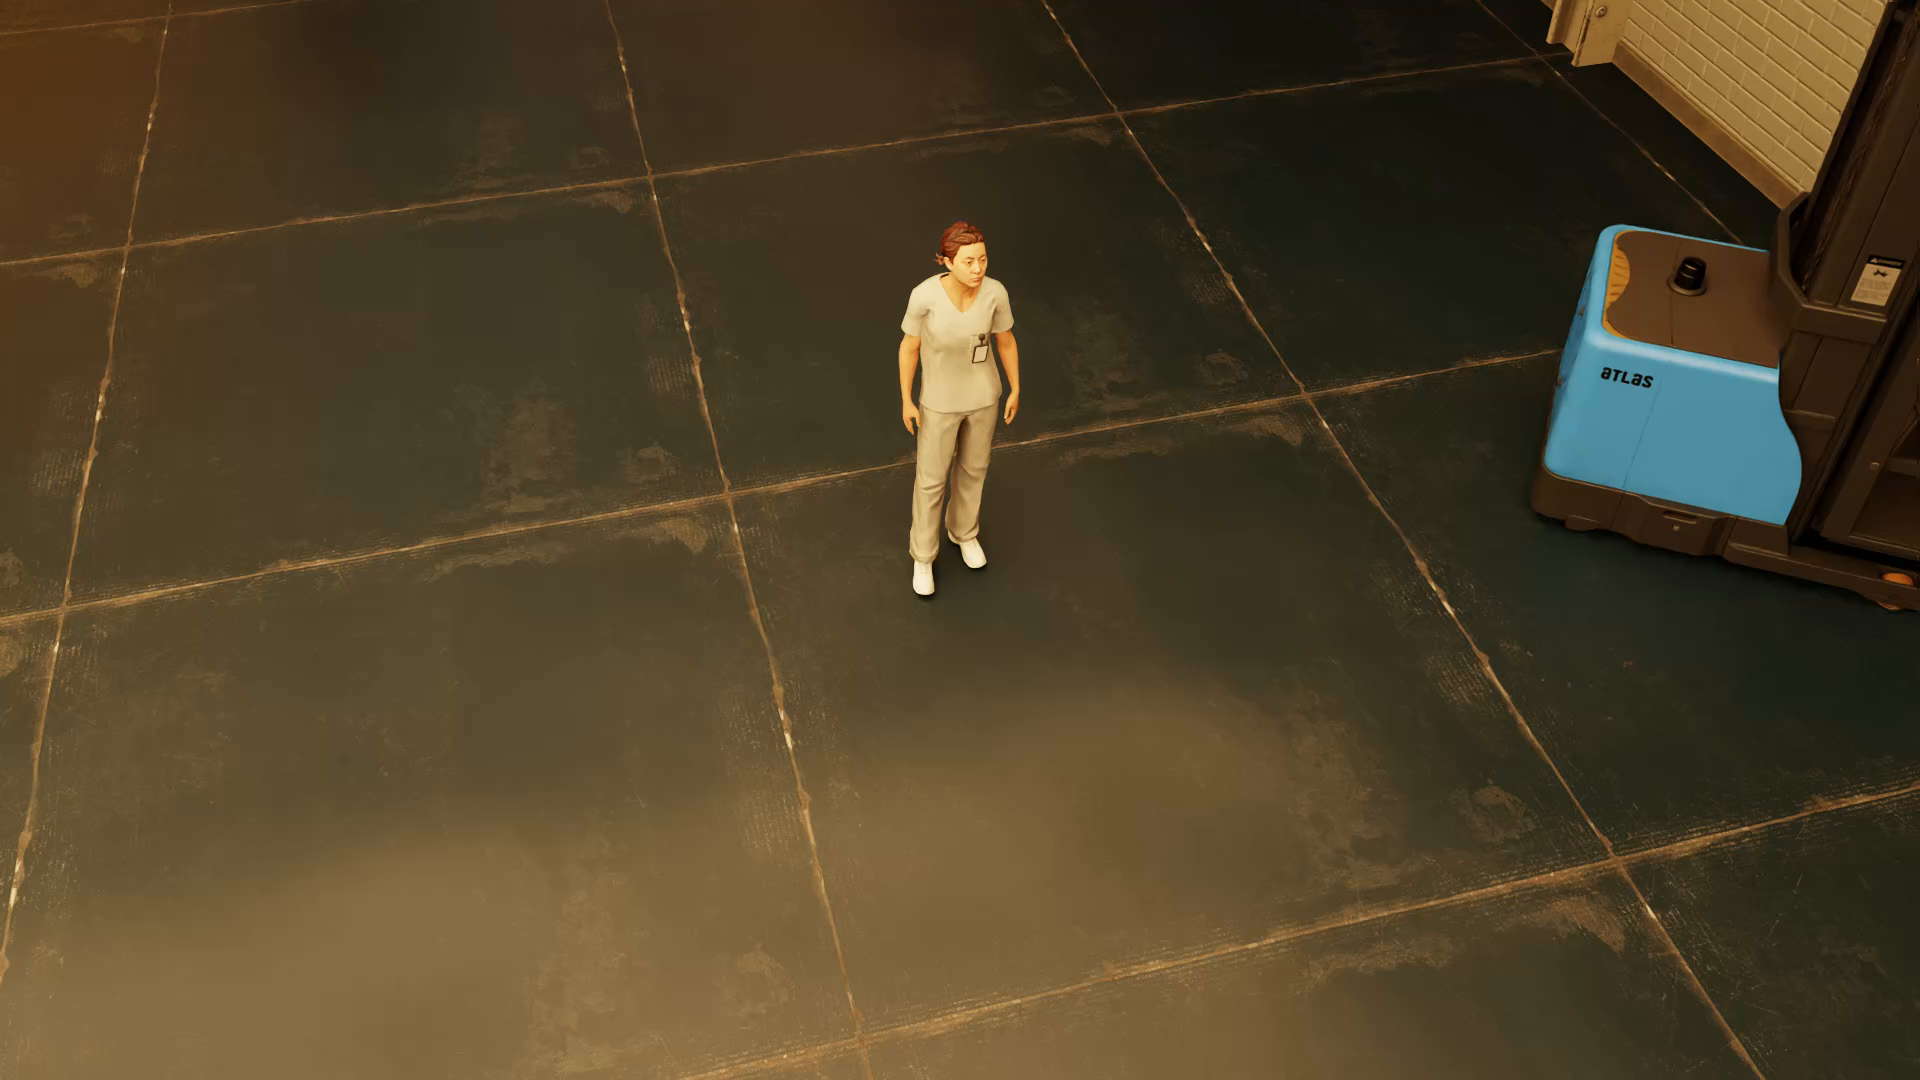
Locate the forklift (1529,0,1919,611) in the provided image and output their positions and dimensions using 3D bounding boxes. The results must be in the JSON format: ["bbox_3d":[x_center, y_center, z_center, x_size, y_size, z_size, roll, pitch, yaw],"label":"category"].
[{"bbox_3d":[4.263,-1.124,6.834,3.031,2.935,1.130,14,45,15],"label":"forklift"}]

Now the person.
[{"bbox_3d":[0.006,-0.563,7.144,0.549,1.673,0.548,-10,44,-11],"label":"person"}]
